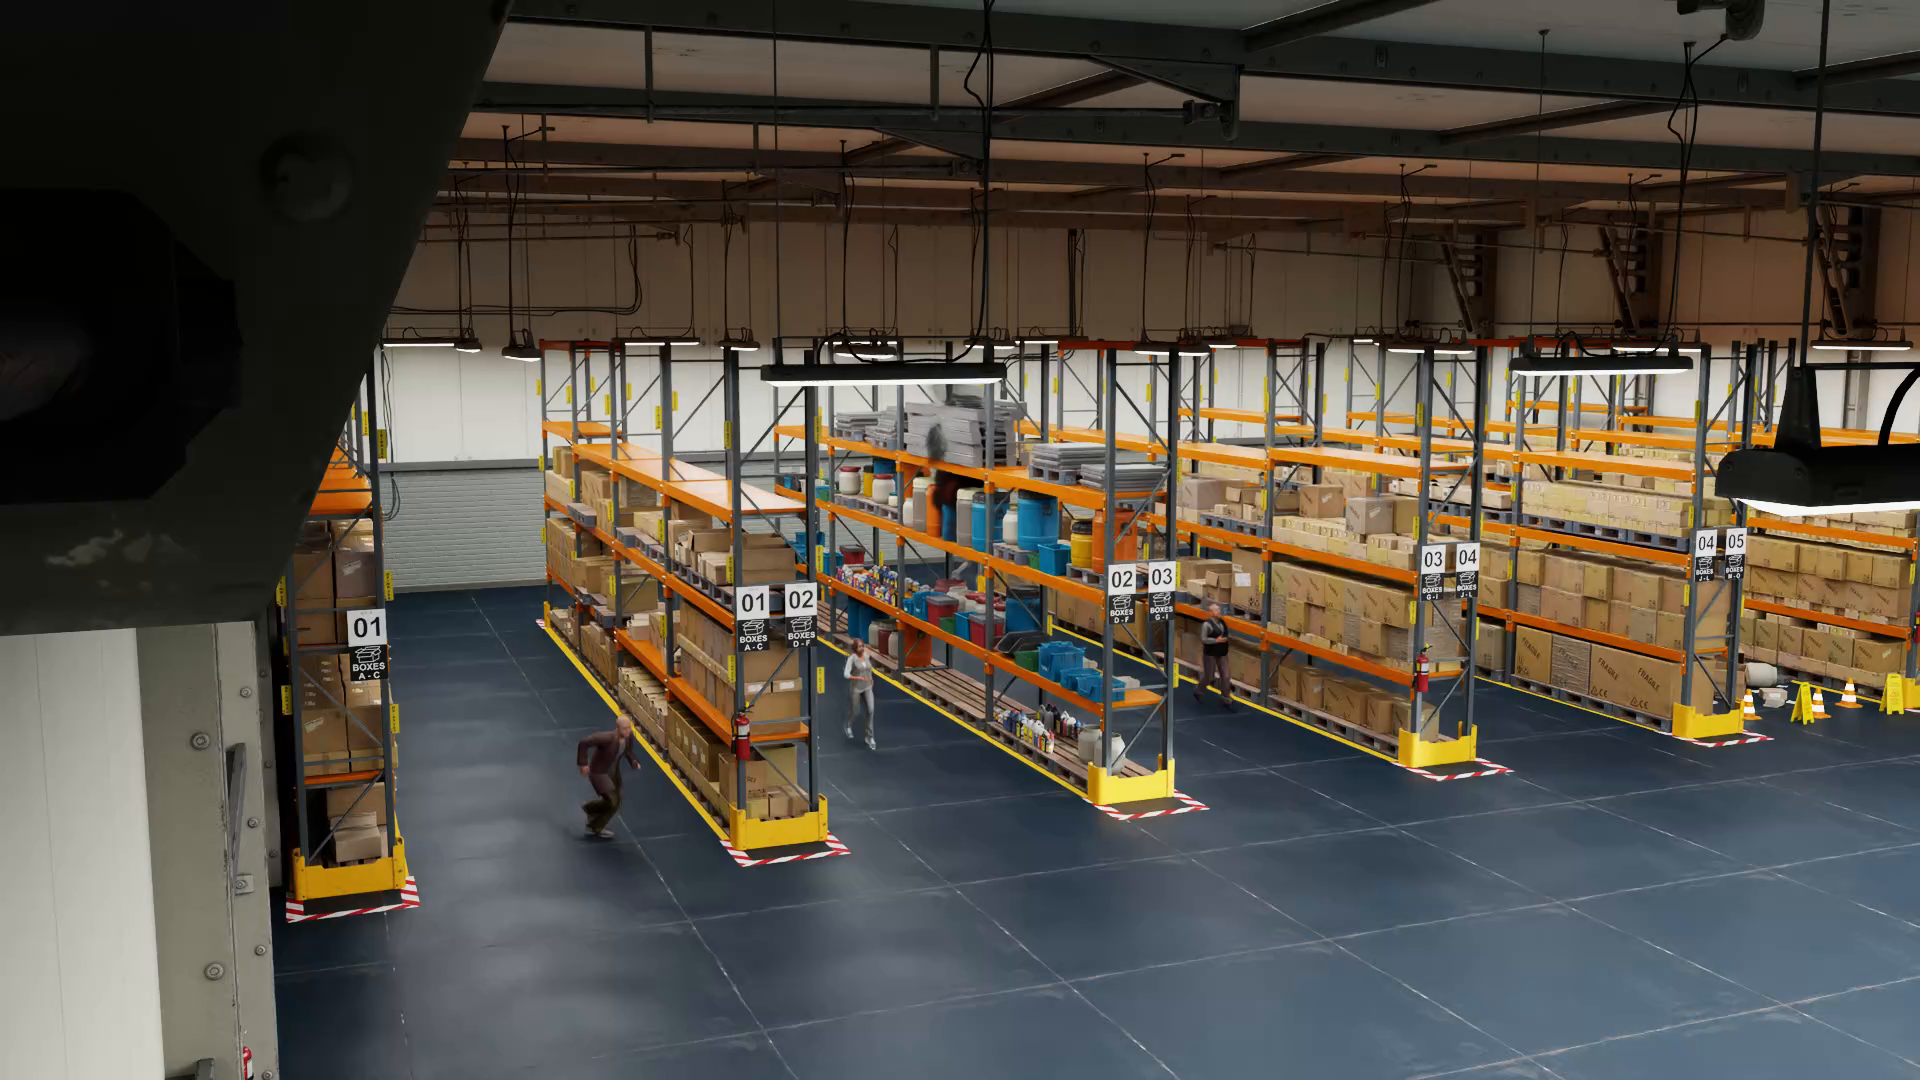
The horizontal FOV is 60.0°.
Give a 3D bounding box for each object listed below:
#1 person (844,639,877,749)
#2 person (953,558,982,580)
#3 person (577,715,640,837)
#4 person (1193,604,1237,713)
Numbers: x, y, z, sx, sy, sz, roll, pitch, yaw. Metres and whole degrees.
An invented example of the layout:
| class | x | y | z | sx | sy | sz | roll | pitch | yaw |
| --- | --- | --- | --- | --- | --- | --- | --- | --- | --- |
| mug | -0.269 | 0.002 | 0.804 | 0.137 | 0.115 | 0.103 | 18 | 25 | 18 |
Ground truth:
| class | x | y | z | sx | sy | sz | roll | pitch | yaw |
| --- | --- | --- | --- | --- | --- | --- | --- | --- | --- |
| person | -1.517 | 2.287 | 25.071 | 0.546 | 1.628 | 0.804 | -4 | 9 | -29 |
| person | 0.288 | 0.230 | 40.448 | 0.961 | 1.803 | 0.689 | 2 | 8 | 17 |
| person | -4.312 | 2.911 | 20.349 | 0.868 | 1.598 | 0.730 | 5 | 9 | 33 |
| person | 4.183 | 1.916 | 27.274 | 0.653 | 1.742 | 0.902 | -5 | 9 | -32 |
